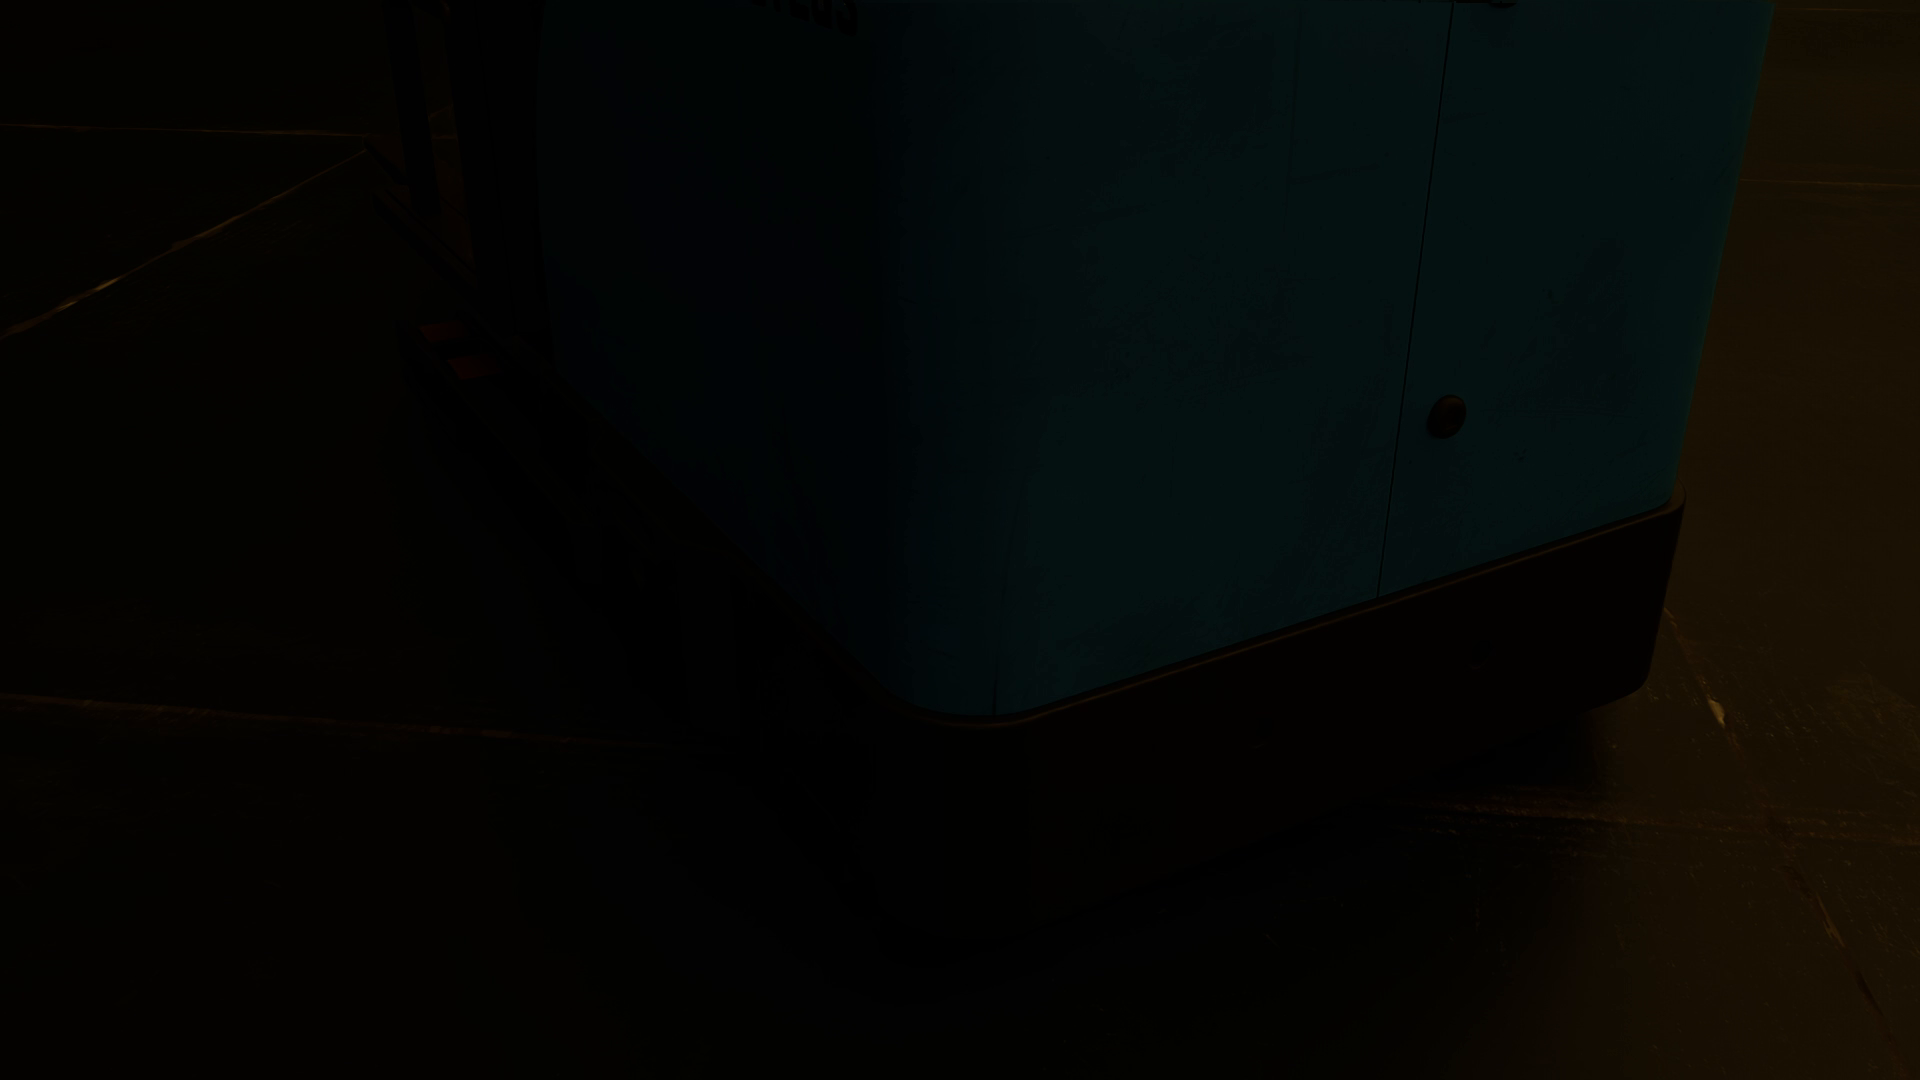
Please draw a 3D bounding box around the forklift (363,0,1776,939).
[{"bbox_3d":[-0.337,-1.551,2.327,1.130,2.935,3.031,-15,30,-27],"label":"forklift"}]
